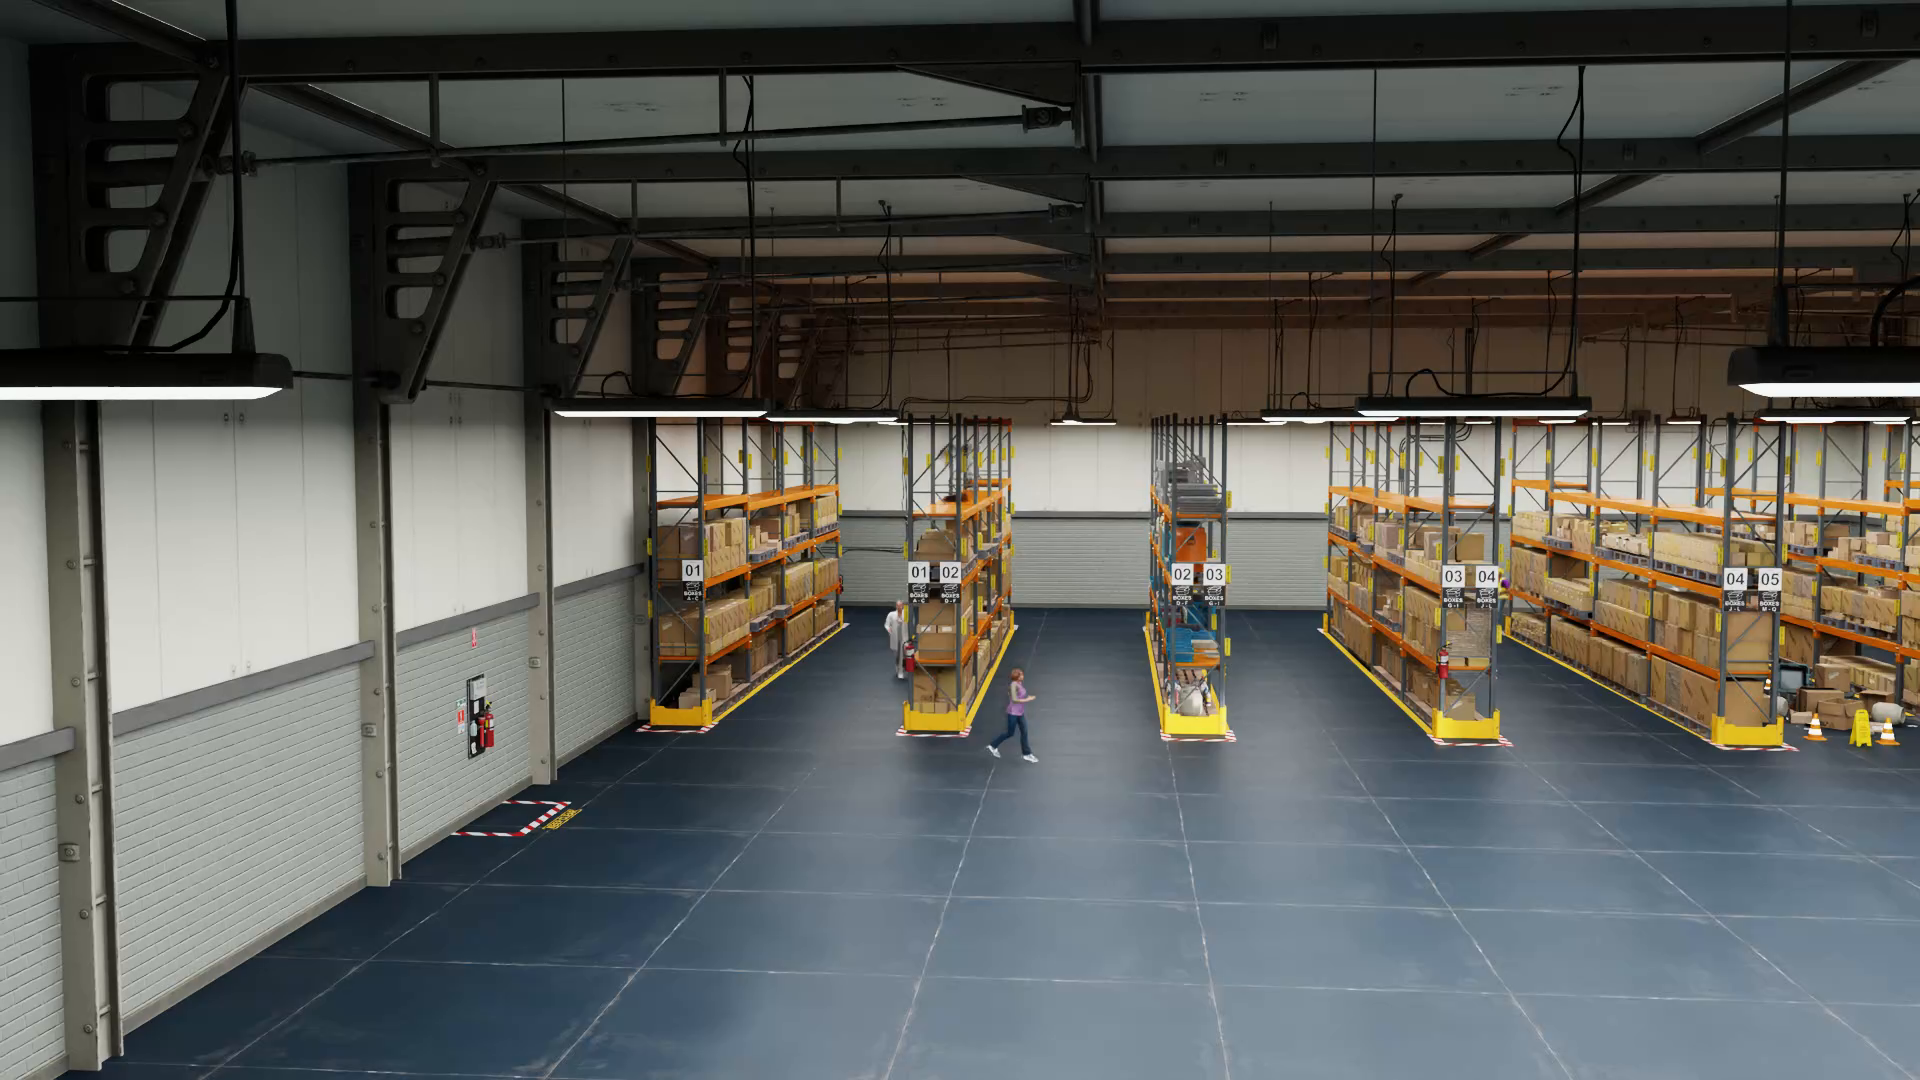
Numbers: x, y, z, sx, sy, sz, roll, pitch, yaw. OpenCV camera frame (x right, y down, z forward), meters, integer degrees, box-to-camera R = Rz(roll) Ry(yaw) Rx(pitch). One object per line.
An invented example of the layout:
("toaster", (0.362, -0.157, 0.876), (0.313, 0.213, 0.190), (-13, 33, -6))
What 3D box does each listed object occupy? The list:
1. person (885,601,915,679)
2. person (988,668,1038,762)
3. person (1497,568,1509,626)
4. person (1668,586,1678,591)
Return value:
("person", (-1.381, 2.264, 38.288), (0.694, 1.763, 0.991), (0, 4, 0))
("person", (0.919, 2.982, 28.450), (0.890, 1.593, 0.534), (1, 4, 20))
("person", (15.417, 1.667, 47.521), (0.616, 1.731, 0.686), (-2, 4, -25))
("person", (17.801, 2.028, 41.701), (0.628, 1.751, 0.640), (-1, 4, -8))
